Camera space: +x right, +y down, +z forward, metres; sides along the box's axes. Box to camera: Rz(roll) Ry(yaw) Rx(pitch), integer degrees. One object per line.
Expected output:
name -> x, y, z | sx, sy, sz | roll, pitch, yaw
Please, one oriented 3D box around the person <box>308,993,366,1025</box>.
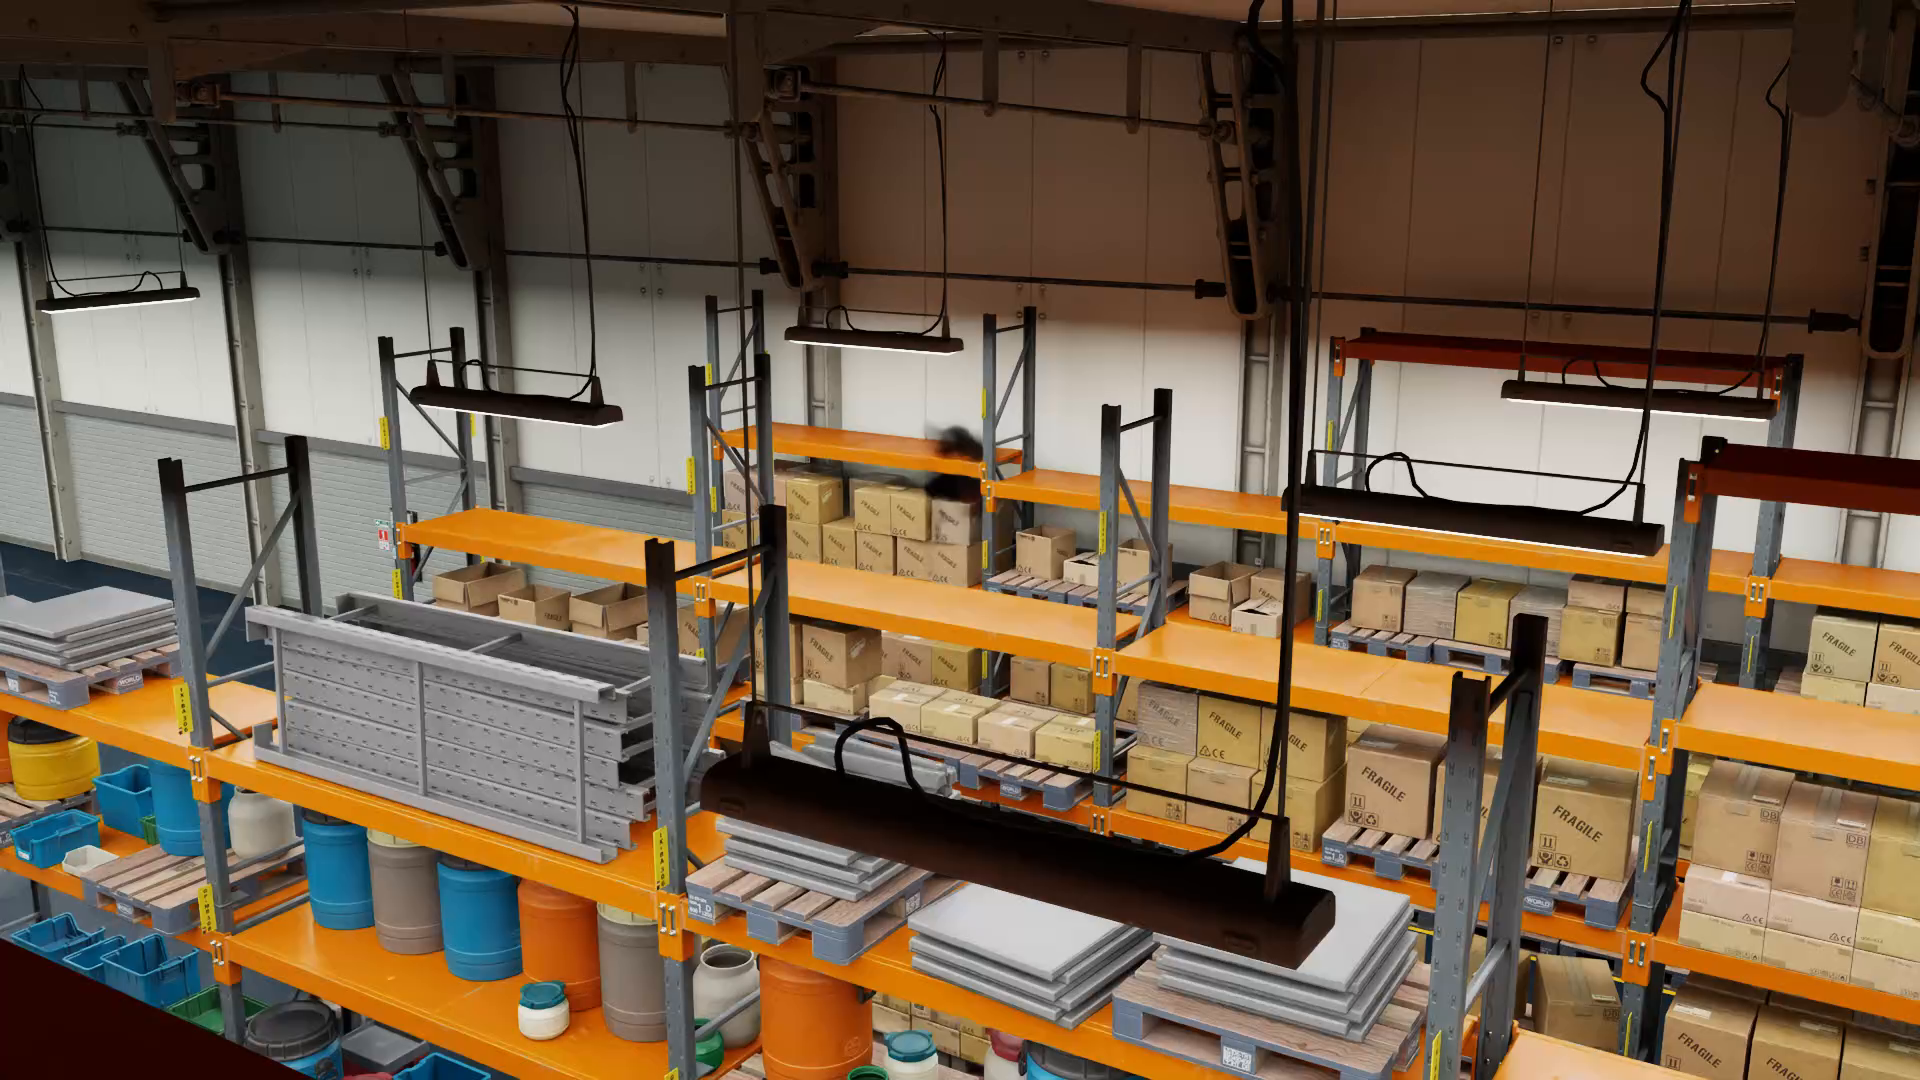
person -> -5.162, 3.911, 13.931 | 0.616, 1.710, 0.884 | -10, 17, -35
